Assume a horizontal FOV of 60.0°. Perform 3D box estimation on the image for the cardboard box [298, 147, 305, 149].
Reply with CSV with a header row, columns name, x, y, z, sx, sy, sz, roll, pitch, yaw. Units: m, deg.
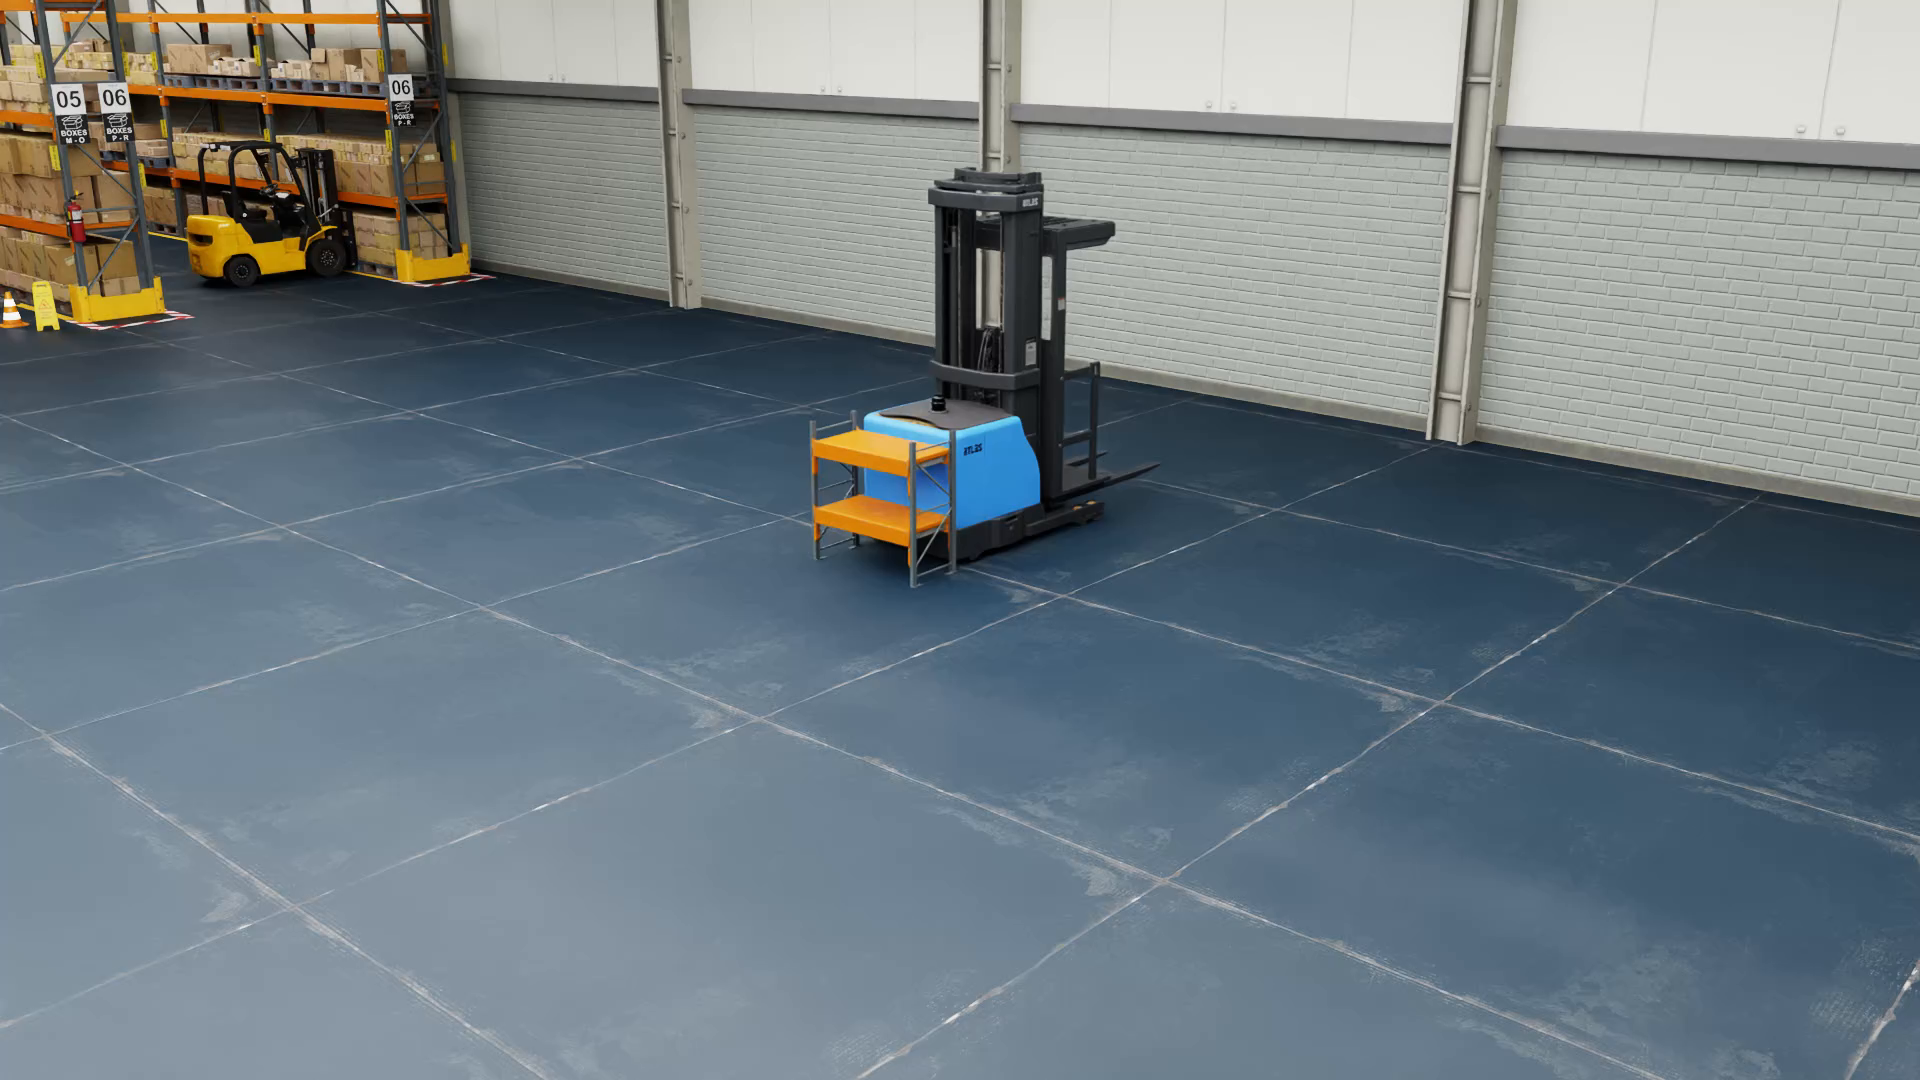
name,x,y,z,sx,sy,sz,roll,pitch,yaw
cardboard box,-10.966,-6.589,28.176,0.250,0.149,0.380,16,23,40

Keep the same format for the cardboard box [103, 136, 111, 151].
name,x,y,z,sx,sy,sz,roll,pitch,yaw
cardboard box,-16.772,-7.896,33.061,0.258,0.266,0.396,17,24,42

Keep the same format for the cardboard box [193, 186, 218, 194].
name,x,y,z,sx,sy,sz,roll,pitch,yaw
cardboard box,-14.748,-6.816,32.495,0.250,0.149,0.380,17,24,42

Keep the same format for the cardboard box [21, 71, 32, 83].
name,x,y,z,sx,sy,sz,roll,pitch,yaw
cardboard box,-12.692,-6.391,22.930,0.250,0.149,0.380,15,23,39

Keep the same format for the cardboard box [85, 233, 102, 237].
name,x,y,z,sx,sy,sz,roll,pitch,yaw
cardboard box,-13.075,-4.275,24.736,0.500,0.500,0.500,16,23,40

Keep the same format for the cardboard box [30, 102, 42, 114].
name,x,y,z,sx,sy,sz,roll,pitch,yaw
cardboard box,-12.533,-5.953,22.868,0.250,0.149,0.380,15,23,40

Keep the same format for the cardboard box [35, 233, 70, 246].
name,x,y,z,sx,sy,sz,roll,pitch,yaw
cardboard box,-12.964,-4.309,23.770,0.250,0.149,0.380,16,24,41

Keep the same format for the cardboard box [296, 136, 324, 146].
name,x,y,z,sx,sy,sz,roll,pitch,yaw
cardboard box,-11.079,-6.806,28.368,0.250,0.149,0.380,14,23,38

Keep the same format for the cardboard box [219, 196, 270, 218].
name,x,y,z,sx,sy,sz,roll,pitch,yaw
cardboard box,-13.109,-5.998,30.784,0.625,0.625,0.875,14,22,37

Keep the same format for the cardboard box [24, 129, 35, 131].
name,x,y,z,sx,sy,sz,roll,pitch,yaw
cardboard box,-20.010,-8.746,35.967,0.500,0.250,0.500,15,23,40

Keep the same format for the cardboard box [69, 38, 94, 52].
name,x,y,z,sx,sy,sz,roll,pitch,yaw
cardboard box,-17.563,-9.883,33.215,0.258,0.266,0.396,15,23,39

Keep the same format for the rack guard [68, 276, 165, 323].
name,x,y,z,sx,sy,sz,roll,pitch,yaw
rack guard,-11.930,-3.416,23.550,0.348,0.500,1.175,15,23,39

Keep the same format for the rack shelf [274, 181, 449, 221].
name,x,y,z,sx,sy,sz,roll,pitch,yaw
rack shelf,-10.077,-5.775,28.039,4.000,0.370,1.077,15,23,39

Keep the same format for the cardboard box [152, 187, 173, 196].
name,x,y,z,sx,sy,sz,roll,pitch,yaw
cardboard box,-15.494,-6.793,32.423,0.250,0.149,0.380,14,22,37

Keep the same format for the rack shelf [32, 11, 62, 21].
name,x,y,z,sx,sy,sz,roll,pitch,yaw
rack shelf,-19.052,-11.042,34.724,4.000,0.370,1.077,15,23,39

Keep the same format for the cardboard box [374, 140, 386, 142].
name,x,y,z,sx,sy,sz,roll,pitch,yaw
cardboard box,-9.459,-6.541,27.534,0.250,0.149,0.380,16,24,41

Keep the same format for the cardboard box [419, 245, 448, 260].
name,x,y,z,sx,sy,sz,roll,pitch,yaw
cardboard box,-8.819,-4.749,27.467,0.500,0.250,0.500,15,23,39

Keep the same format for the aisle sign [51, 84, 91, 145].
name,x,y,z,sx,sy,sz,roll,pitch,yaw
aisle sign,-12.019,-5.753,22.484,0.004,0.787,0.394,15,23,39

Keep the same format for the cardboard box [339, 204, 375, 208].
name,x,y,z,sx,sy,sz,roll,pitch,yaw
cardboard box,-10.318,-5.628,28.583,0.500,0.250,0.500,15,23,40

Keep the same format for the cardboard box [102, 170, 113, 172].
name,x,y,z,sx,sy,sz,roll,pitch,yaw
cardboard box,-12.433,-5.043,23.886,0.500,0.500,0.500,16,24,41

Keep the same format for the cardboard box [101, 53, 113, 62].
name,x,y,z,sx,sy,sz,roll,pitch,yaw
cardboard box,-16.433,-9.370,32.283,0.250,0.149,0.380,15,23,40

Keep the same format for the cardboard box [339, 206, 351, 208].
name,x,y,z,sx,sy,sz,roll,pitch,yaw
cardboard box,-10.664,-5.515,28.229,0.500,0.250,0.500,16,24,41

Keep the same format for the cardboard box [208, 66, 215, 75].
name,x,y,z,sx,sy,sz,roll,pitch,yaw
cardboard box,-13.174,-8.384,29.668,0.250,0.149,0.380,15,23,39

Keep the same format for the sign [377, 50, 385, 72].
name,x,y,z,sx,sy,sz,roll,pitch,yaw
sign,-8.952,-7.410,25.711,0.005,0.325,0.100,15,23,39

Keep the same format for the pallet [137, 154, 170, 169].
name,x,y,z,sx,sy,sz,roll,pitch,yaw
pallet,-15.118,-7.351,32.134,1.003,0.211,1.213,15,23,39

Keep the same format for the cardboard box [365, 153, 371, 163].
name,x,y,z,sx,sy,sz,roll,pitch,yaw
cardboard box,-9.391,-6.190,26.919,0.250,0.149,0.380,16,23,40

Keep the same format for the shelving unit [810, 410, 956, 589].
name,x,y,z,sx,sy,sz,roll,pitch,yaw
shelving unit,-0.593,-0.331,12.795,1.048,1.125,0.538,14,22,38

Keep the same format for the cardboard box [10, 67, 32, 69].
name,x,y,z,sx,sy,sz,roll,pitch,yaw
cardboard box,-13.693,-6.866,24.425,0.250,0.149,0.380,14,23,38

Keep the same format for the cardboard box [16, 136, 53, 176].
name,x,y,z,sx,sy,sz,roll,pitch,yaw
cardboard box,-12.773,-5.415,23.405,0.500,0.500,0.700,15,23,40

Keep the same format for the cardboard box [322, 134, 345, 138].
name,x,y,z,sx,sy,sz,roll,pitch,yaw
cardboard box,-10.766,-6.912,28.704,0.250,0.149,0.380,15,23,39

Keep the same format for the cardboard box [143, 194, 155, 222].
name,x,y,z,sx,sy,sz,roll,pitch,yaw
cardboard box,-15.784,-6.575,32.808,0.500,0.500,0.500,16,24,42

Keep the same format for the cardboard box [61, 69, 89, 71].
name,x,y,z,sx,sy,sz,roll,pitch,yaw
cardboard box,-12.348,-6.511,23.308,0.250,0.149,0.380,15,23,39

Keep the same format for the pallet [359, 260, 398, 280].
name,x,y,z,sx,sy,sz,roll,pitch,yaw
pallet,-9.181,-4.531,27.540,1.213,0.211,1.003,15,23,39

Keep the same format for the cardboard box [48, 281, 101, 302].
name,x,y,z,sx,sy,sz,roll,pitch,yaw
cardboard box,-12.674,-3.588,23.811,0.500,0.250,0.500,15,23,39

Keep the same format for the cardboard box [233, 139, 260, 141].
name,x,y,z,sx,sy,sz,roll,pitch,yaw
cardboard box,-12.768,-7.093,29.765,0.250,0.149,0.380,14,23,38

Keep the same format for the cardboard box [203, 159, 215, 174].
name,x,y,z,sx,sy,sz,roll,pitch,yaw
cardboard box,-13.632,-6.903,30.651,0.500,0.250,0.500,14,22,38

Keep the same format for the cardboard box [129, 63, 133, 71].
name,x,y,z,sx,sy,sz,roll,pitch,yaw
cardboard box,-15.718,-9.104,31.969,0.250,0.149,0.380,15,23,40

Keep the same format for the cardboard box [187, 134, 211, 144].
name,x,y,z,sx,sy,sz,roll,pitch,yaw
cardboard box,-14.112,-7.450,30.889,0.250,0.149,0.380,16,24,41

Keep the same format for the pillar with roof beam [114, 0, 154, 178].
name,x,y,z,sx,sy,sz,roll,pitch,yaw
pillar with roof beam,-20.336,-10.355,31.363,0.400,9.000,9.100,15,23,39

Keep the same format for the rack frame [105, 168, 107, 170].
name,x,y,z,sx,sy,sz,roll,pitch,yaw
rack frame,-17.556,-8.126,34.257,0.127,3.000,1.000,15,23,39

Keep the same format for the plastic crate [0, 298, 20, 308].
name,x,y,z,sx,sy,sz,roll,pitch,yaw
plastic crate,-14.235,-3.503,24.518,0.583,0.080,0.402,7,19,21

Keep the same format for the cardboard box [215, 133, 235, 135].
name,x,y,z,sx,sy,sz,roll,pitch,yaw
cardboard box,-13.764,-7.567,31.258,0.250,0.149,0.380,15,23,39

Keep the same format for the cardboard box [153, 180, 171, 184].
name,x,y,z,sx,sy,sz,roll,pitch,yaw
cardboard box,-16.093,-7.185,33.657,0.250,0.149,0.380,15,23,40

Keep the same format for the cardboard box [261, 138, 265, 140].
name,x,y,z,sx,sy,sz,roll,pitch,yaw
cardboard box,-12.419,-7.214,30.145,0.250,0.149,0.380,15,23,39

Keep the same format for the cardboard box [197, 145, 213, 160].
name,x,y,z,sx,sy,sz,roll,pitch,yaw
cardboard box,-13.642,-7.135,30.556,0.500,0.250,0.500,14,23,38

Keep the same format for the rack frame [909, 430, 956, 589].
name,x,y,z,sx,sy,sz,roll,pitch,yaw
rack frame,-0.202,-0.233,12.486,0.032,1.125,0.500,14,22,38

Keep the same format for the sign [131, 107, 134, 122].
name,x,y,z,sx,sy,sz,roll,pitch,yaw
sign,-17.191,-8.804,34.479,0.005,0.325,0.100,15,23,39

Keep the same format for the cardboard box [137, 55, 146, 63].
name,x,y,z,sx,sy,sz,roll,pitch,yaw
cardboard box,-15.377,-9.133,31.570,0.250,0.149,0.380,14,22,37

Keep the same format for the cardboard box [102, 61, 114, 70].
name,x,y,z,sx,sy,sz,roll,pitch,yaw
cardboard box,-16.430,-9.231,32.335,0.250,0.149,0.380,16,23,40

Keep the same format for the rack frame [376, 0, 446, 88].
name,x,y,z,sx,sy,sz,roll,pitch,yaw
rack frame,-8.581,-8.576,25.757,0.127,3.000,1.000,15,23,39

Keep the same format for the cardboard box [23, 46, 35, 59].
name,x,y,z,sx,sy,sz,roll,pitch,yaw
cardboard box,-19.242,-10.217,34.817,0.500,0.250,0.500,16,24,41

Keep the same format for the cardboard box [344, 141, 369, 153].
name,x,y,z,sx,sy,sz,roll,pitch,yaw
cardboard box,-9.813,-6.422,27.159,0.250,0.149,0.380,16,23,41

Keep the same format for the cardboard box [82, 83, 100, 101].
name,x,y,z,sx,sy,sz,roll,pitch,yaw
cardboard box,-12.072,-6.254,23.156,0.500,0.250,0.500,15,23,38

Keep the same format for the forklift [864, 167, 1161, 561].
name,x,y,z,sx,sy,sz,roll,pitch,yaw
forklift,0.573,-1.609,13.838,1.130,2.935,3.031,15,23,39

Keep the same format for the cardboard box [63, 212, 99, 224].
name,x,y,z,sx,sy,sz,roll,pitch,yaw
cardboard box,-12.295,-4.499,23.246,0.250,0.149,0.380,16,24,41

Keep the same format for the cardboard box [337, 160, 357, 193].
name,x,y,z,sx,sy,sz,roll,pitch,yaw
cardboard box,-9.889,-6.012,27.432,0.500,0.500,0.500,14,23,38

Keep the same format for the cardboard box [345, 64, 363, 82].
name,x,y,z,sx,sy,sz,roll,pitch,yaw
cardboard box,-9.592,-7.478,26.621,0.258,0.266,0.396,15,23,39
